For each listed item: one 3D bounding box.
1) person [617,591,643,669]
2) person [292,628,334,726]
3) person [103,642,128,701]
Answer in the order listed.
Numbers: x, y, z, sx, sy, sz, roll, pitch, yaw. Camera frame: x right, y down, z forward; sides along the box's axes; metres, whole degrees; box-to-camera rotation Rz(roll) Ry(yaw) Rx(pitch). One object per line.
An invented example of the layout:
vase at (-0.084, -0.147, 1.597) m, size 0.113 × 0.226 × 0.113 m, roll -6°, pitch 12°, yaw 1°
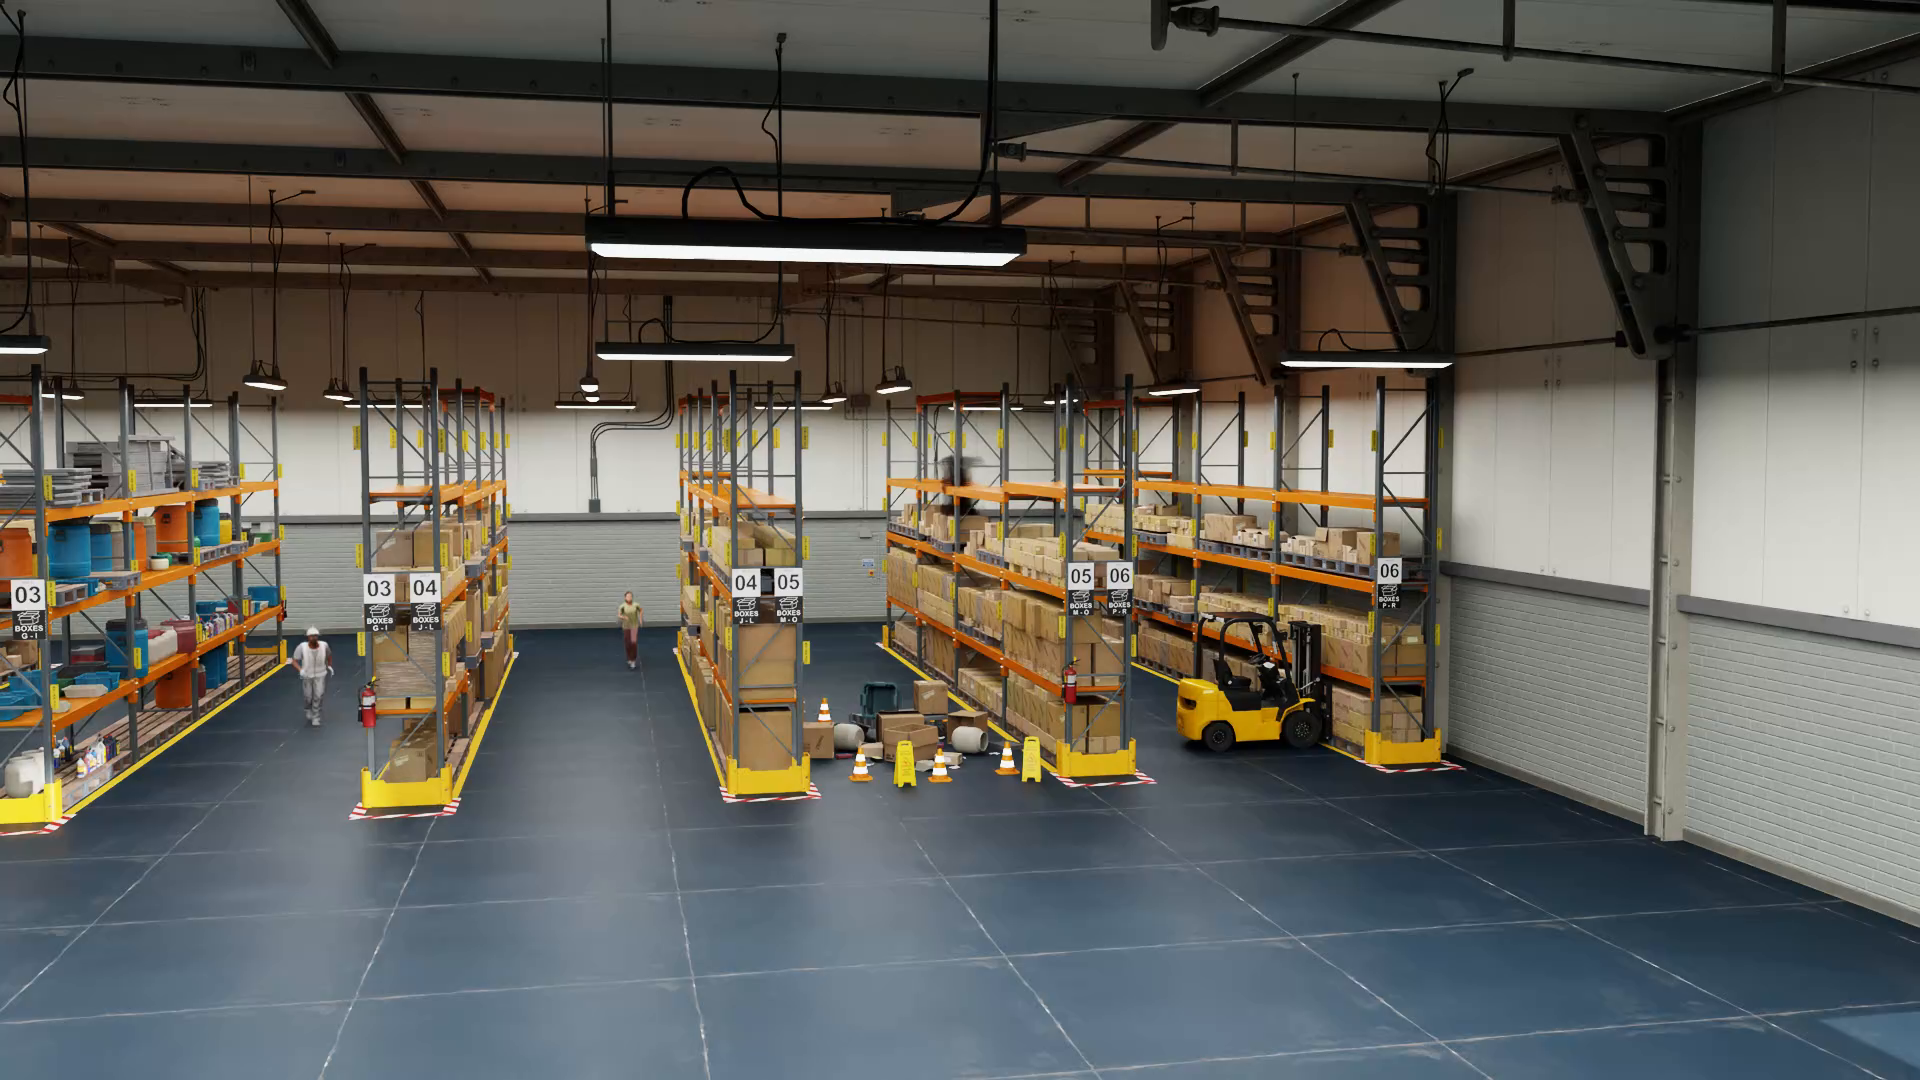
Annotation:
person at (-7.297, 1.982, 36.764) m, size 0.525 × 1.713 × 0.804 m, roll 0°, pitch 3°, yaw -6°
person at (-11.433, 2.394, 29.360) m, size 0.685 × 1.731 × 0.787 m, roll -2°, pitch 4°, yaw -26°
person at (-16.087, 2.345, 31.969) m, size 0.677 × 1.531 × 0.882 m, roll -2°, pitch 4°, yaw -28°
